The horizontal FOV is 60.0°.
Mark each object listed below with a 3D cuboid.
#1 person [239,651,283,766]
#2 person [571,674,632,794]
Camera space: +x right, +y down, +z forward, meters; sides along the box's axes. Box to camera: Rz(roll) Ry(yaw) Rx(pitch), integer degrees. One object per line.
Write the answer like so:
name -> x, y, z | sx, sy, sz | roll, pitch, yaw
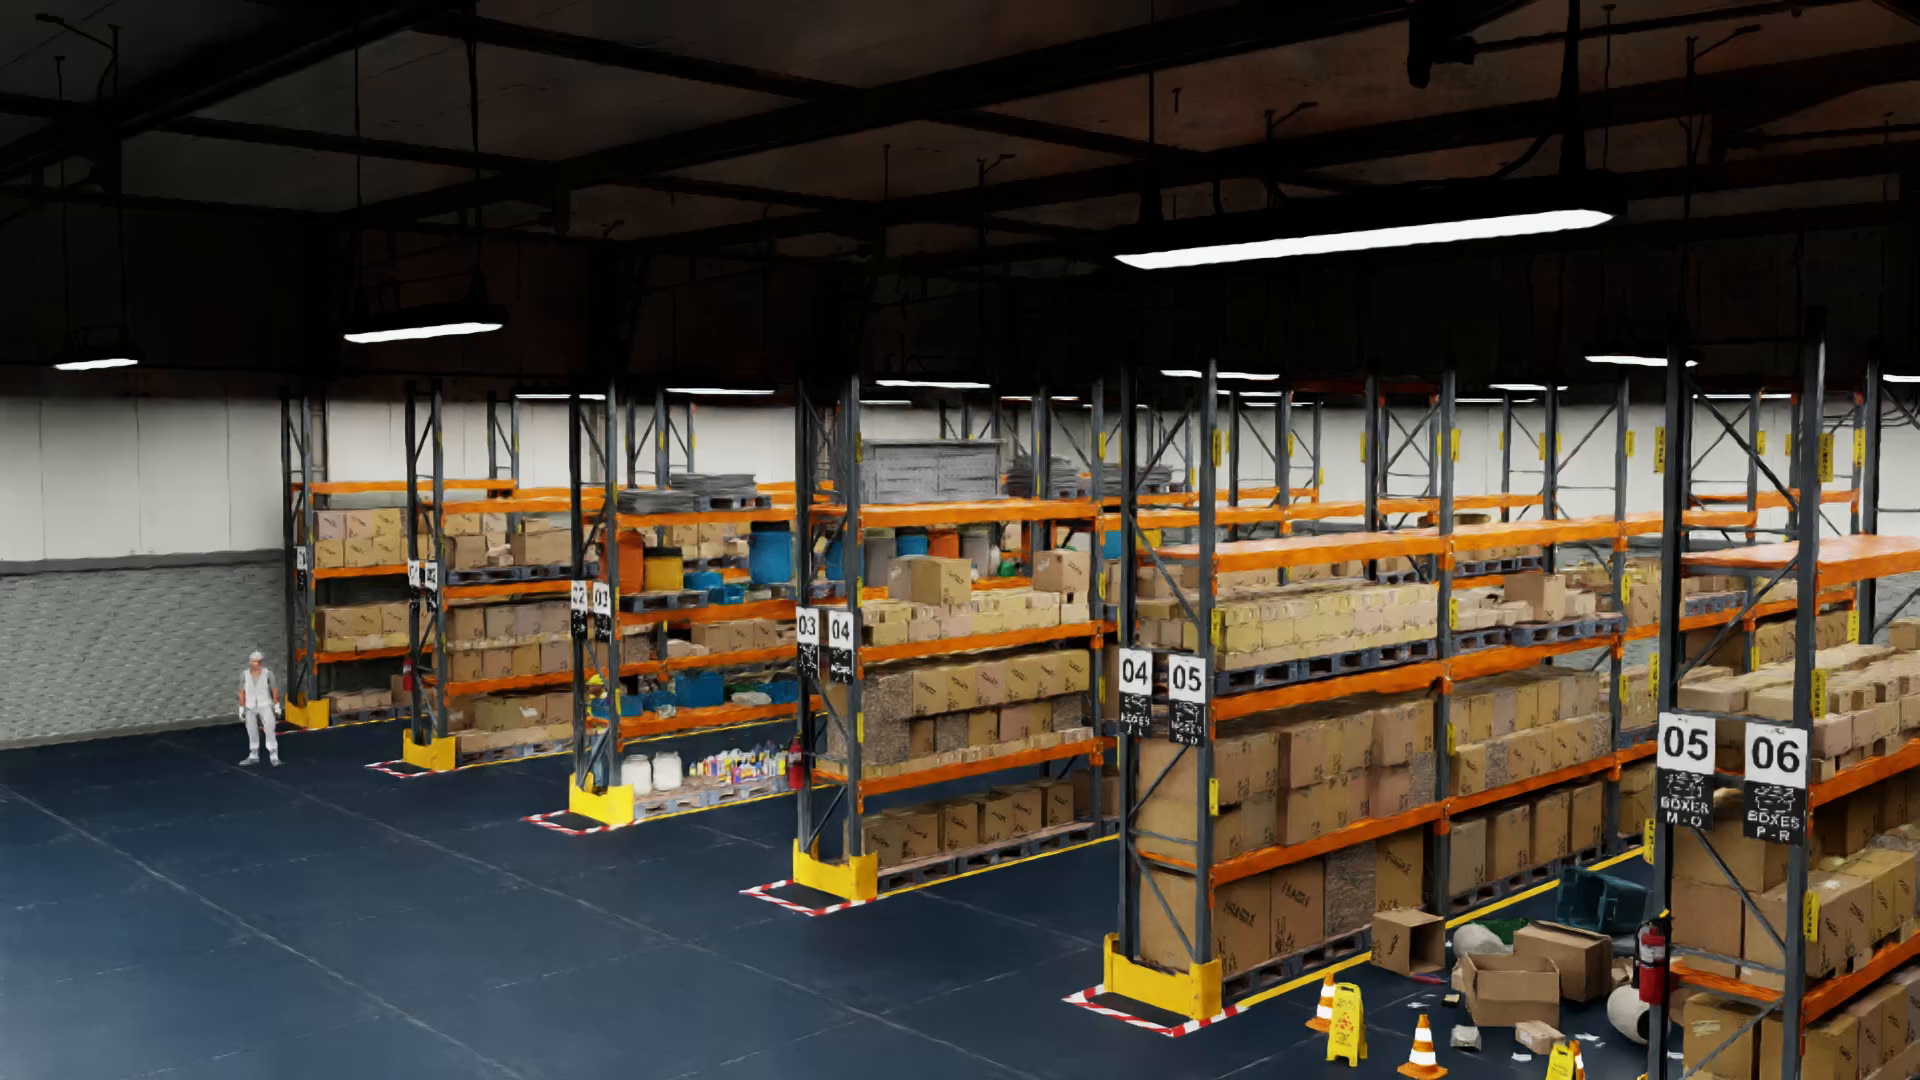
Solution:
person -> -10.855, 2.607, 25.817 | 0.682, 1.787, 0.498 | -1, 4, -12
person -> -5.155, 2.773, 24.086 | 0.856, 1.697, 0.734 | -3, 5, -38
